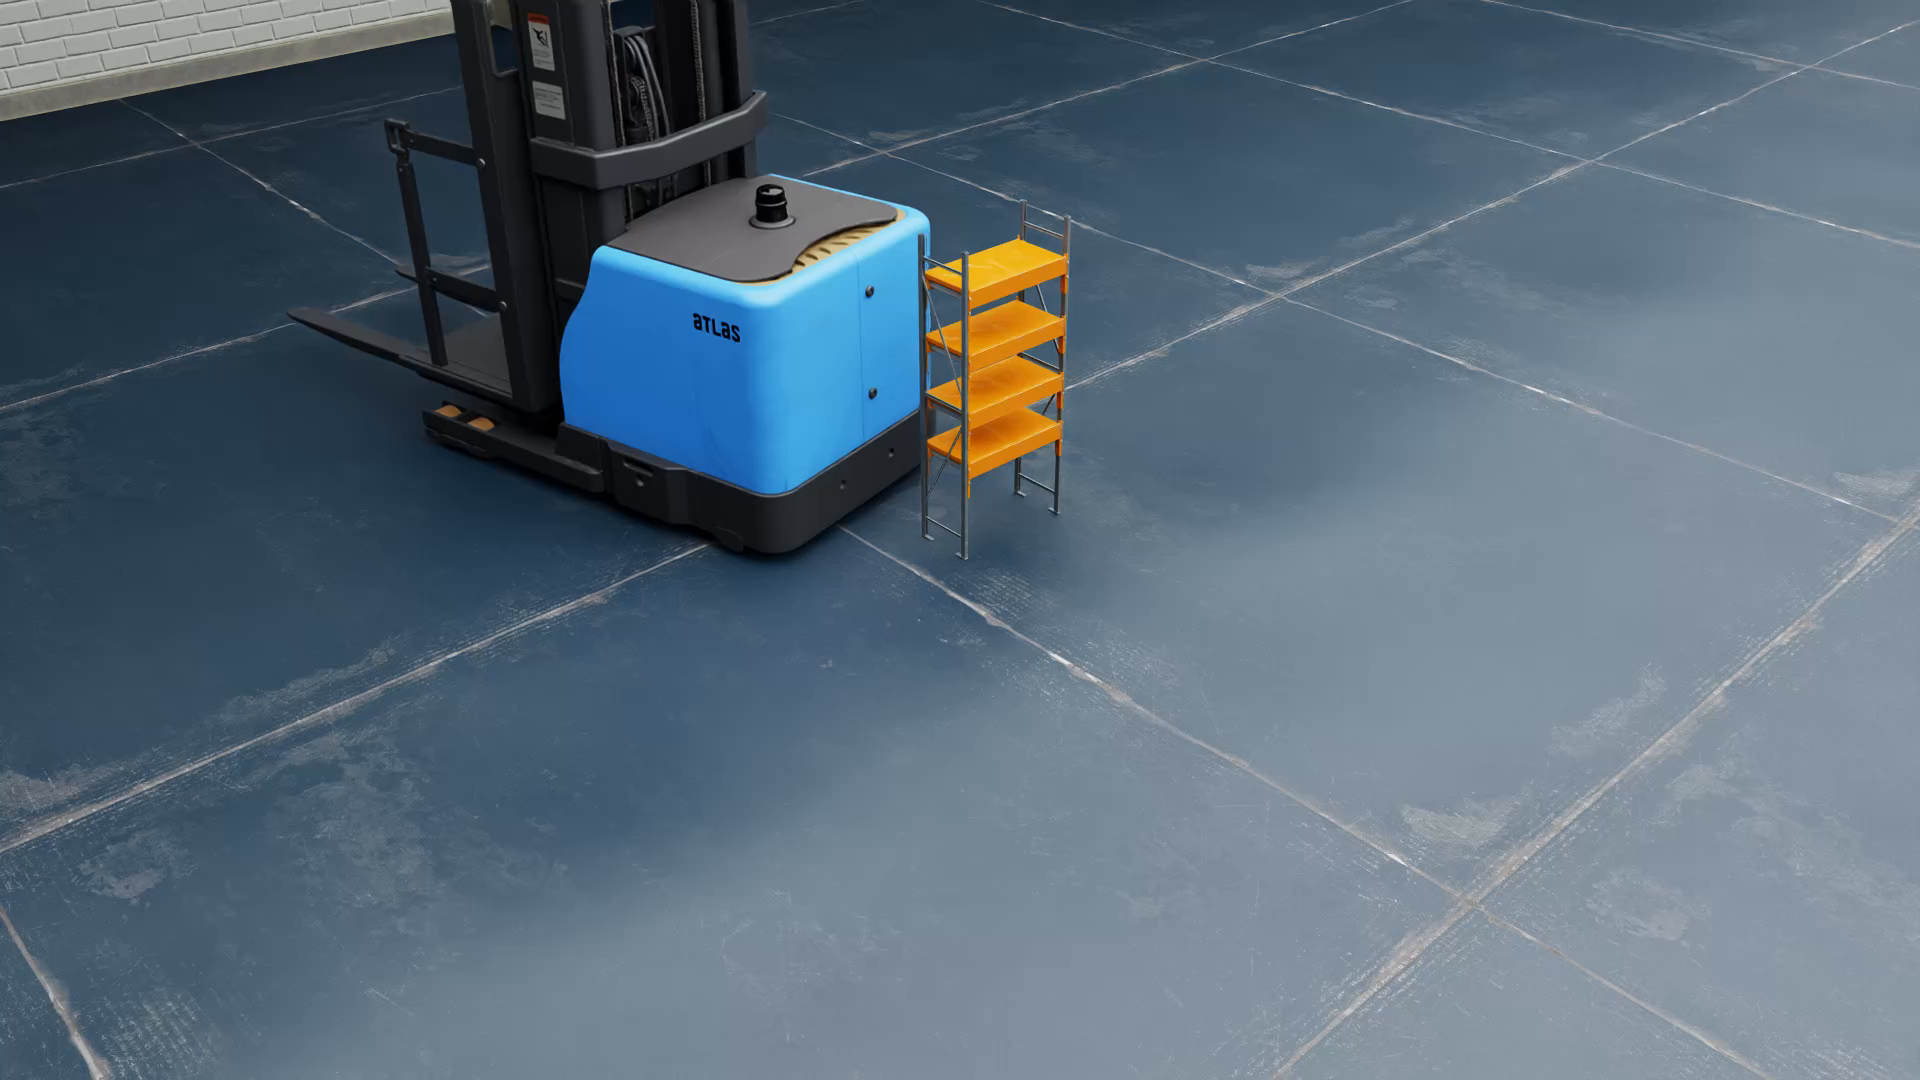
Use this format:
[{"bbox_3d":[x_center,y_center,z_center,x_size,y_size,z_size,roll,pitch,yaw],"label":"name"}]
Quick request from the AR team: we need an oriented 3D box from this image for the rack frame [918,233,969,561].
[{"bbox_3d":[-0.058,-0.484,5.891,0.015,1.200,0.240,-26,40,-35],"label":"rack frame"}]

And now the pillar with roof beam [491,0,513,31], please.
[{"bbox_3d":[-0.378,-6.145,7.673,0.400,9.000,9.100,-26,40,-35],"label":"pillar with roof beam"}]

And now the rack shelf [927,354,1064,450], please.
[{"bbox_3d":[0.121,-0.513,6.068,0.480,0.148,0.258,-26,40,-35],"label":"rack shelf"}]

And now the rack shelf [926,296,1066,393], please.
[{"bbox_3d":[0.121,-0.704,5.951,0.480,0.148,0.258,-26,40,-35],"label":"rack shelf"}]

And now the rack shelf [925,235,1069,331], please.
[{"bbox_3d":[0.121,-0.906,5.828,0.480,0.148,0.258,-26,40,-35],"label":"rack shelf"}]

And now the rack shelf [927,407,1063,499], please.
[{"bbox_3d":[0.121,-0.344,6.172,0.480,0.148,0.258,-26,40,-35],"label":"rack shelf"}]

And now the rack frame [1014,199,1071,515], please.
[{"bbox_3d":[0.300,-0.657,6.175,0.015,1.200,0.240,-26,40,-35],"label":"rack frame"}]

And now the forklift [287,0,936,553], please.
[{"bbox_3d":[-1.603,-1.788,6.365,3.031,2.935,1.130,20,36,29],"label":"forklift"}]

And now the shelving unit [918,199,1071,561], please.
[{"bbox_3d":[0.121,-0.571,6.033,0.503,1.200,0.258,-26,40,-35],"label":"shelving unit"}]
